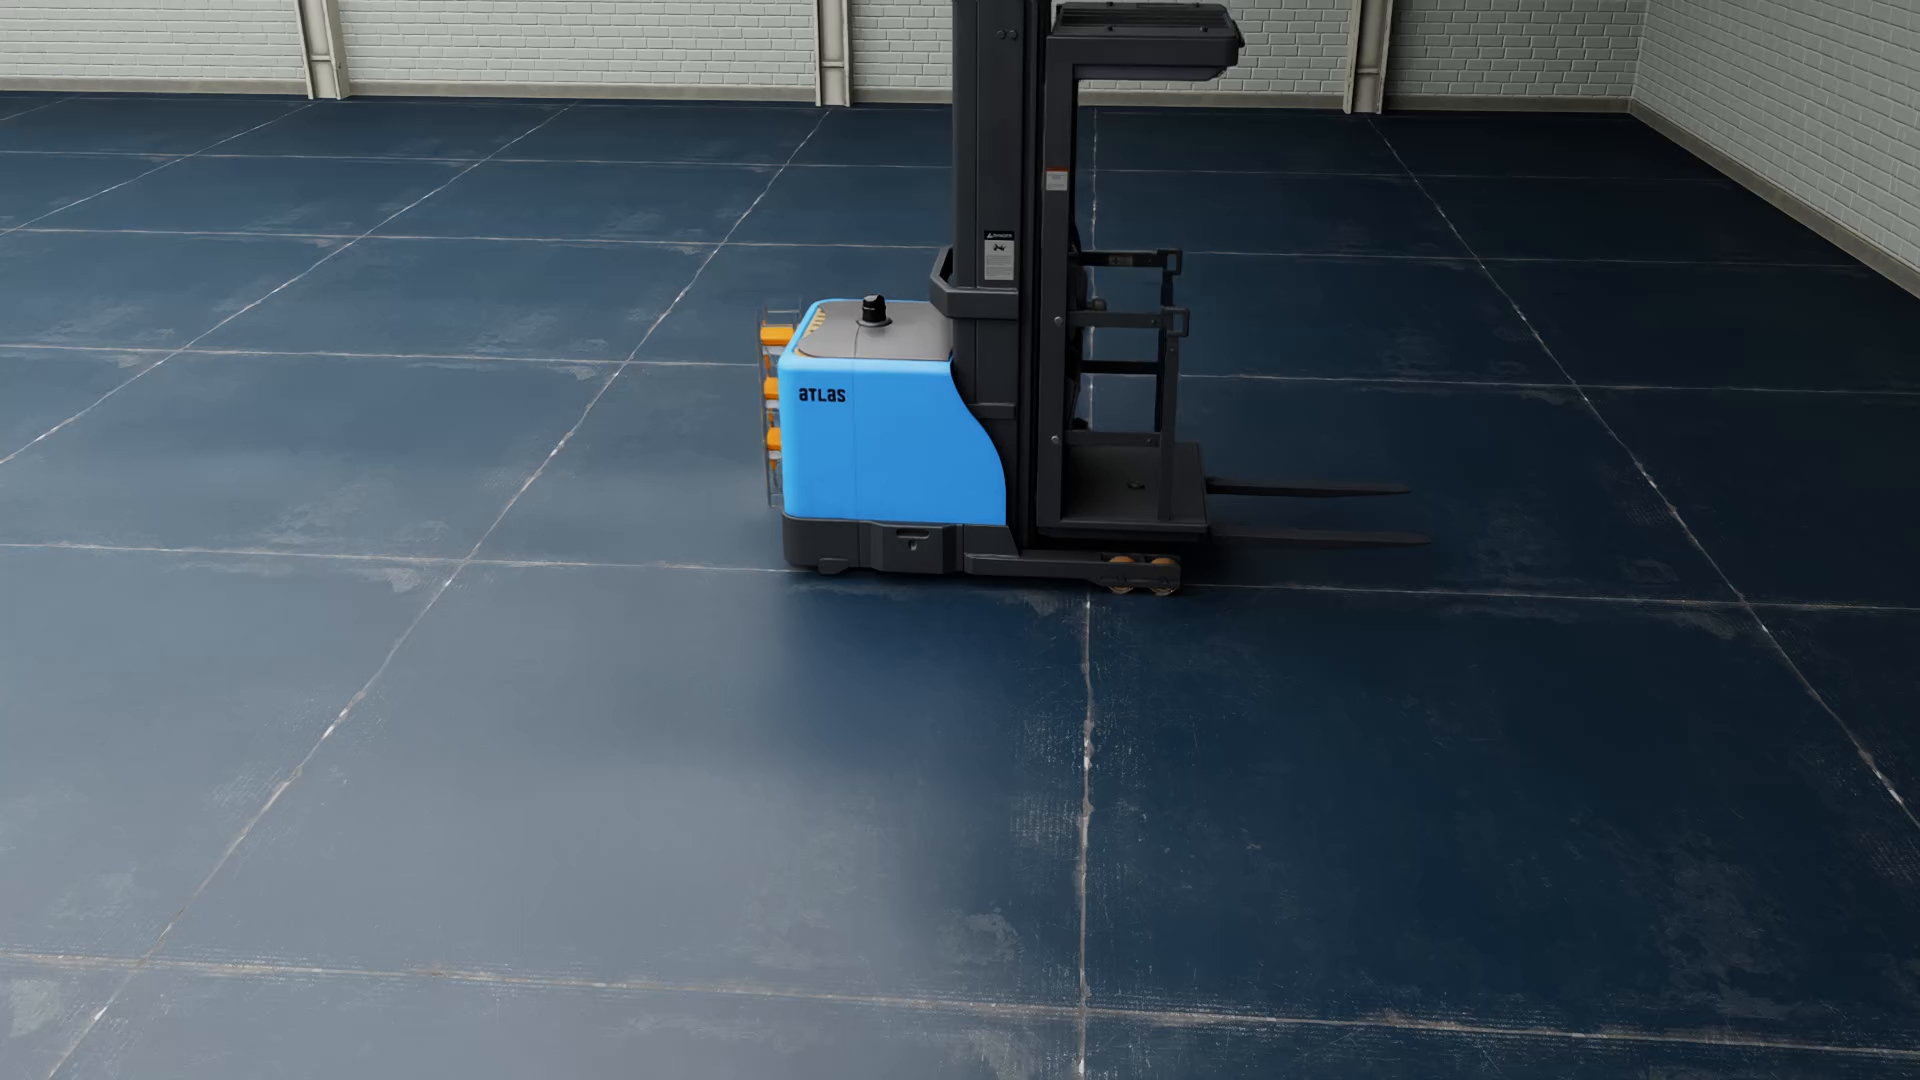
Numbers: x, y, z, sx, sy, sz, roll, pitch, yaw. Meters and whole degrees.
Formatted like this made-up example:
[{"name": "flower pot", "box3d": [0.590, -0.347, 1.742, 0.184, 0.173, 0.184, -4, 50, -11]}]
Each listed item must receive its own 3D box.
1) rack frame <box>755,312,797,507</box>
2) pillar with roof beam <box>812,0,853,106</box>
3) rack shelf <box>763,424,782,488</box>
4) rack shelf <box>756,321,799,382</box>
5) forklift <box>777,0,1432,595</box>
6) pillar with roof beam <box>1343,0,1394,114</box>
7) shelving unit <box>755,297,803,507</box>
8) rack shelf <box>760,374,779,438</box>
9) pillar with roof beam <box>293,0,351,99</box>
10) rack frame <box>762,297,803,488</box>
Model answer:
[{"name": "rack frame", "box3d": [-0.900, -0.646, 8.395, 0.200, 1.050, 0.008, 0, 25, 2]}, {"name": "pillar with roof beam", "box3d": [-1.773, -7.329, 13.413, 0.400, 9.000, 9.100, 2, 25, 4]}, {"name": "rack shelf", "box3d": [-0.893, -0.437, 8.628, 0.215, 0.259, 0.240, 0, 25, 2]}, {"name": "rack shelf", "box3d": [-0.899, -0.945, 8.389, 0.215, 0.259, 0.240, 0, 25, 2]}, {"name": "forklift", "box3d": [0.707, -1.312, 7.595, 3.031, 2.935, 1.130, 2, 25, 5]}, {"name": "pillar with roof beam", "box3d": [4.209, -7.137, 12.996, 0.400, 9.000, 9.100, 2, 25, 4]}, {"name": "shelving unit", "box3d": [-0.896, -0.698, 8.505, 0.215, 1.050, 0.252, 0, 25, 2]}, {"name": "rack shelf", "box3d": [-0.896, -0.688, 8.510, 0.215, 0.259, 0.240, 0, 25, 2]}, {"name": "pillar with roof beam", "box3d": [-7.755, -7.521, 13.830, 0.400, 9.000, 9.100, 2, 25, 4]}, {"name": "rack frame", "box3d": [-0.893, -0.750, 8.616, 0.200, 1.050, 0.008, 0, 25, 2]}]
